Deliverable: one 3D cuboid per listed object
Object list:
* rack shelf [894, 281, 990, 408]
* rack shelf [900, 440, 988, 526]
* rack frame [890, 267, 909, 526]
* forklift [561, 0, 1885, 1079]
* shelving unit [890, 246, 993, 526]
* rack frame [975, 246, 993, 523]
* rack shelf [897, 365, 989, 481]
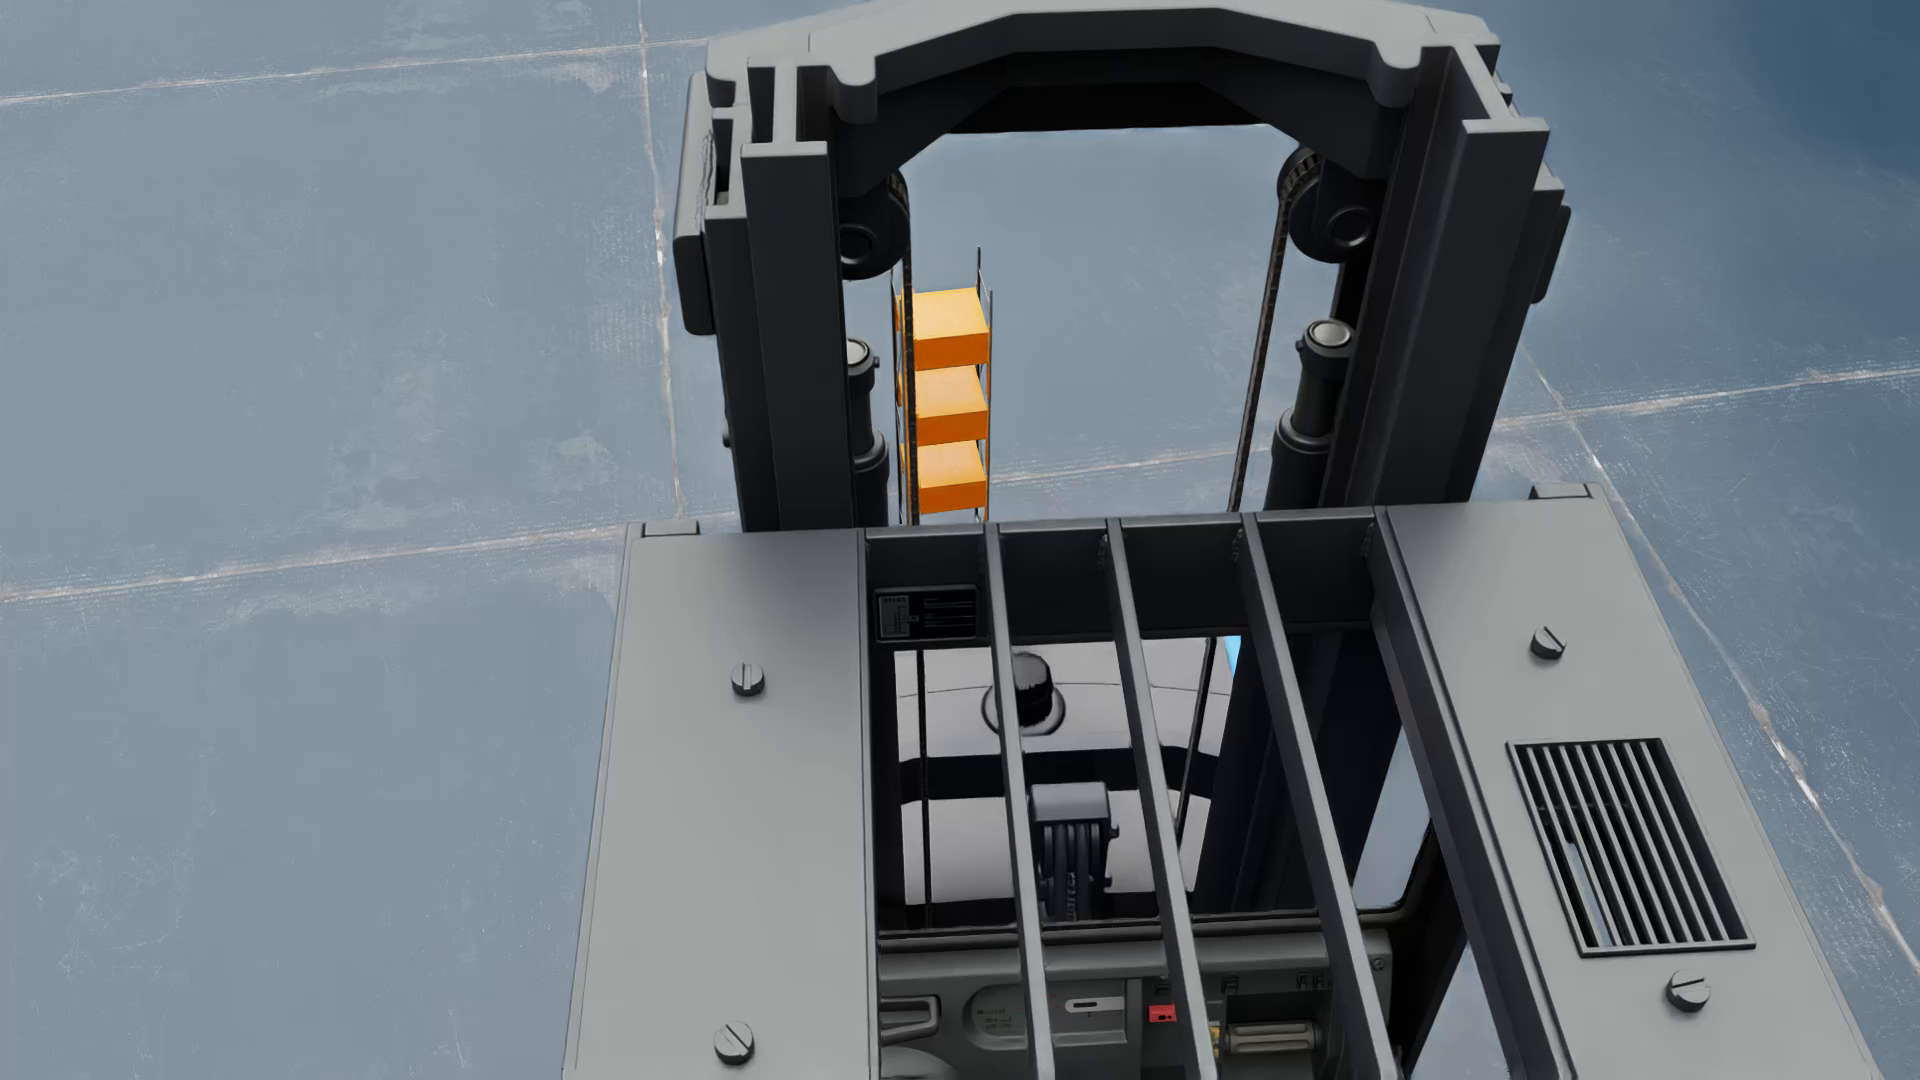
[{"bbox_3d":[-0.053,-0.547,4.669,0.240,0.259,0.215,-7,46,-7],"label":"rack shelf"},{"bbox_3d":[-0.053,-0.158,5.073,0.240,0.259,0.215,-7,46,-7],"label":"rack shelf"},{"bbox_3d":[-0.173,-0.343,4.851,0.008,1.050,0.200,-7,46,-7],"label":"rack frame"},{"bbox_3d":[0.195,0.890,2.357,1.130,2.935,3.031,-2,46,-2],"label":"forklift"},{"bbox_3d":[-0.053,-0.358,4.866,0.252,1.050,0.215,-7,46,-7],"label":"shelving unit"},{"bbox_3d":[0.067,-0.373,4.880,0.008,1.050,0.200,-7,46,-7],"label":"rack frame"},{"bbox_3d":[-0.053,-0.350,4.873,0.240,0.259,0.215,-7,46,-7],"label":"rack shelf"}]
